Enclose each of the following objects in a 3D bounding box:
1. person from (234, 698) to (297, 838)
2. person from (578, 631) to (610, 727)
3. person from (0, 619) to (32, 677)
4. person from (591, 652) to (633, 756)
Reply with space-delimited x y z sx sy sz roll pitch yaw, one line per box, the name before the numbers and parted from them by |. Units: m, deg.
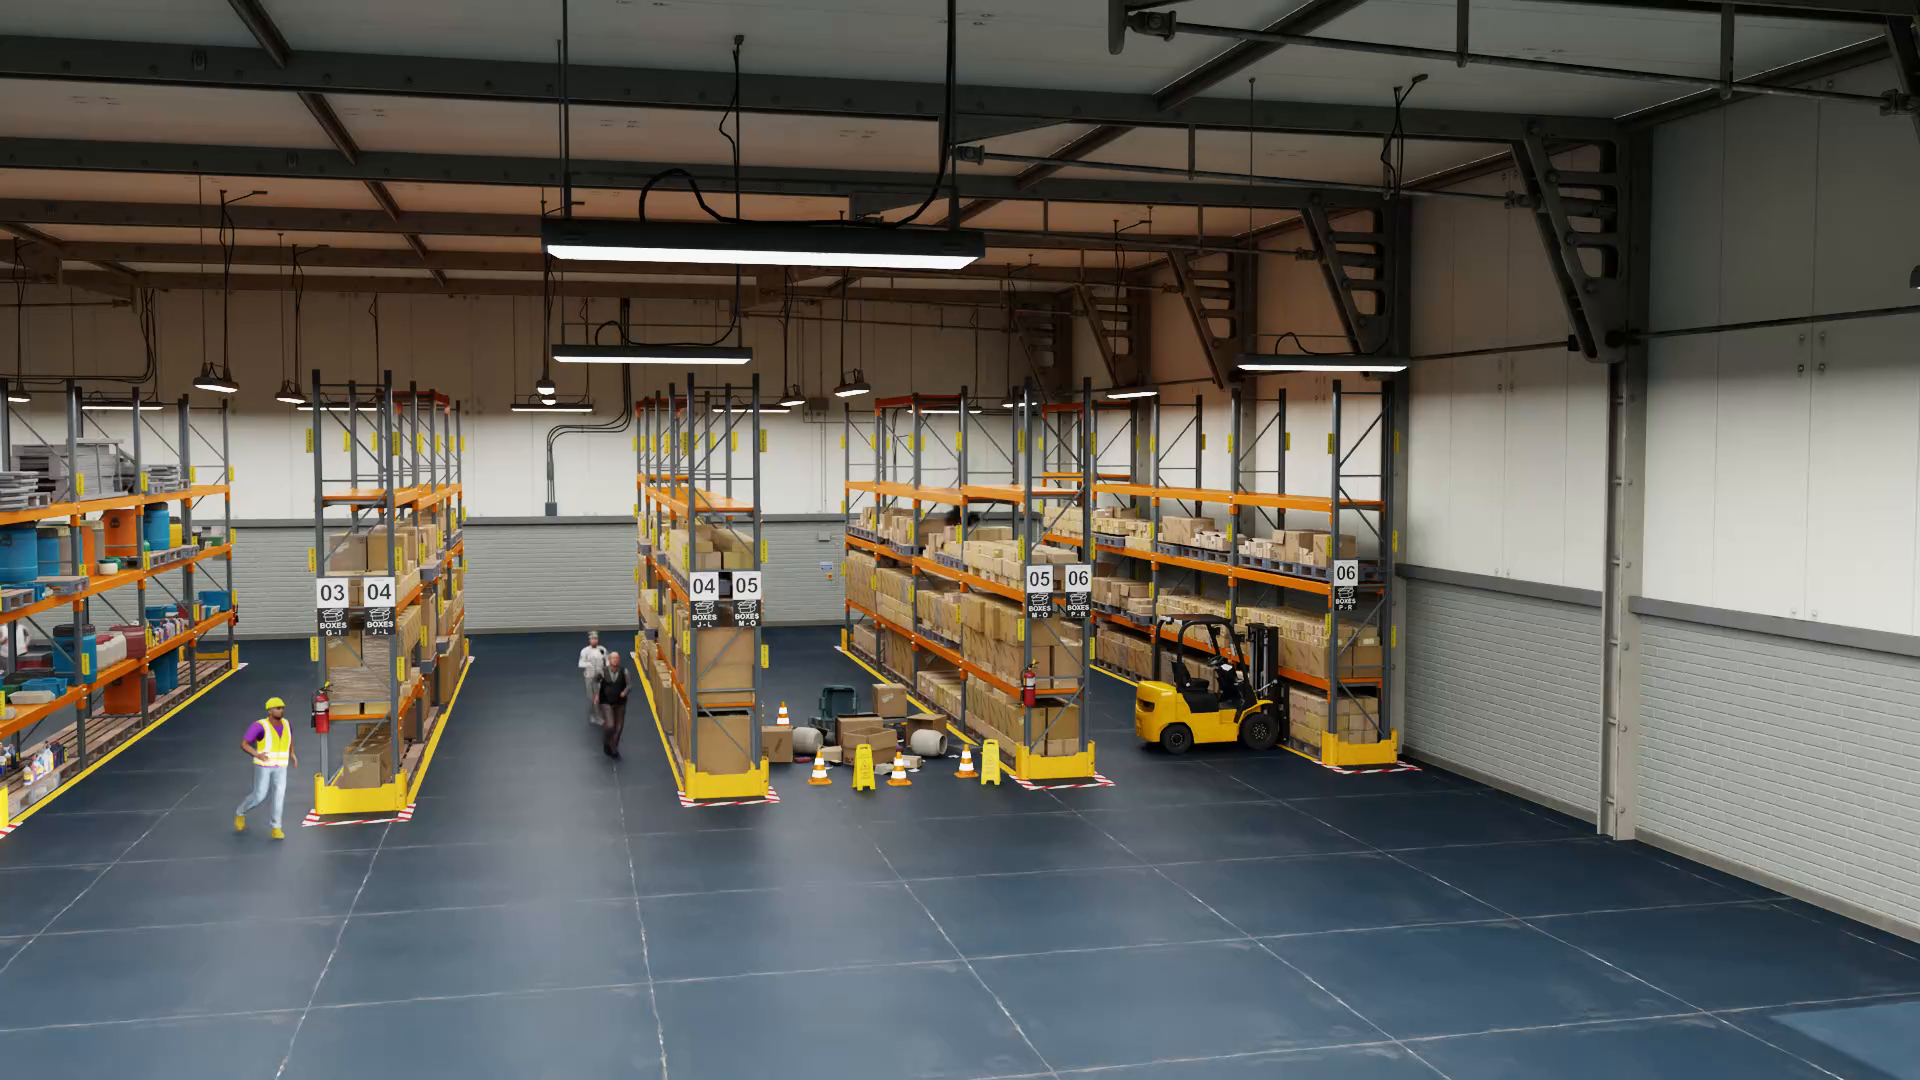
person | -8.804 2.891 21.313 0.962 1.728 0.764 3 4 39
person | -6.458 2.461 29.491 0.594 1.712 0.638 -1 3 -18
person | -18.269 2.247 32.075 0.650 1.805 0.826 -2 4 -28
person | -5.515 2.616 26.459 0.630 1.677 0.733 -1 4 -22
